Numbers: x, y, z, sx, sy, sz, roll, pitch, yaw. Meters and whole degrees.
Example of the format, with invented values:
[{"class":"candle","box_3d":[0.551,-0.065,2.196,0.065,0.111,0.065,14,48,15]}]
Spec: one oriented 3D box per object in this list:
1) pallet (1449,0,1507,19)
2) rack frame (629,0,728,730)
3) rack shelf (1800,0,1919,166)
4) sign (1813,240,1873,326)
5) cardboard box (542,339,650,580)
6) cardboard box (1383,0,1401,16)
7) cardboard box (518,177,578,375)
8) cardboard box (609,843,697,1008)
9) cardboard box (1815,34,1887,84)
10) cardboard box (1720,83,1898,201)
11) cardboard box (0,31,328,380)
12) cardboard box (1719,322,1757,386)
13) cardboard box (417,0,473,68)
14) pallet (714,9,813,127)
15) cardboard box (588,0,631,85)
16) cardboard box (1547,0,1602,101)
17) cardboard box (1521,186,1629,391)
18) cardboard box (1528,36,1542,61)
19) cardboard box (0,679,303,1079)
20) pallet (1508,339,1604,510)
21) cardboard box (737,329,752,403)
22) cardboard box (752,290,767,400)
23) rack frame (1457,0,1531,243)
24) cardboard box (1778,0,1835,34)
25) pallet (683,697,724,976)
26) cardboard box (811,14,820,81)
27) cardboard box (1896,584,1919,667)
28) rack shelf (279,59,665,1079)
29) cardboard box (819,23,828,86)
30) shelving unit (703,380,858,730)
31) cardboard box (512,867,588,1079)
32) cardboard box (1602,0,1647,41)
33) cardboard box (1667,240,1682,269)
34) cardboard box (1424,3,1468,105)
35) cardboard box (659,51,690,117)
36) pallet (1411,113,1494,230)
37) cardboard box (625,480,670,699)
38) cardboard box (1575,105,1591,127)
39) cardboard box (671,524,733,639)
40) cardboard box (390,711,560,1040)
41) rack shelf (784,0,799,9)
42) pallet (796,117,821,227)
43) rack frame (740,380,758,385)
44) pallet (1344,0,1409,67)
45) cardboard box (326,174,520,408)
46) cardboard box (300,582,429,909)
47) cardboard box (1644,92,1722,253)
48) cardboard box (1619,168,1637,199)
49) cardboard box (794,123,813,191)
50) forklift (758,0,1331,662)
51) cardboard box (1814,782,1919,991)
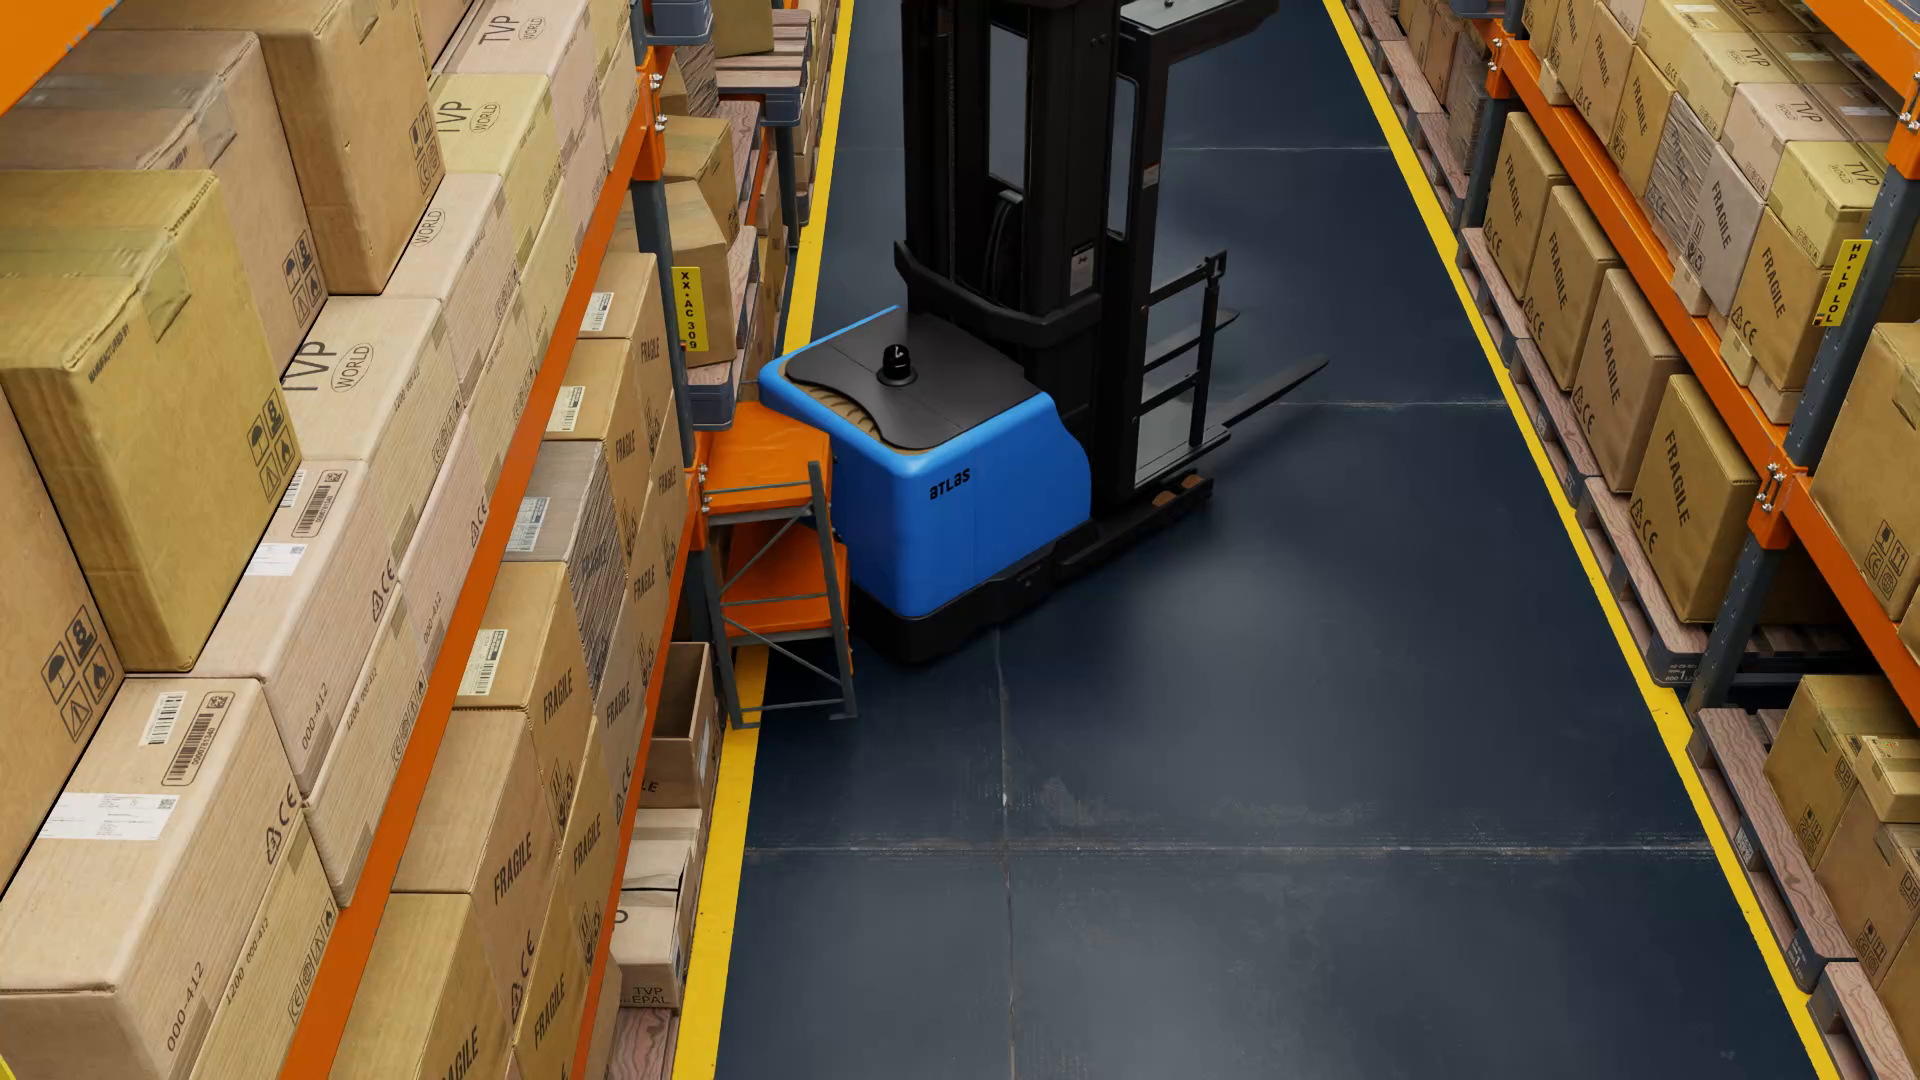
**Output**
[{"class":"pallet","box_3d":[3.382,-3.315,9.641,1.213,0.211,1.003,0,39,0]},{"class":"rack frame","box_3d":[-1.459,-0.436,5.896,1.000,3.000,0.127,0,39,0]},{"class":"rack shelf","box_3d":[3.492,-2.583,6.751,1.077,0.370,4.000,0,39,0]},{"class":"sign","box_3d":[2.952,-0.857,5.558,0.100,0.325,0.005,0,39,0]},{"class":"cardboard box","box_3d":[-1.197,-0.229,4.758,0.500,0.500,0.500,-1,39,-1]},{"class":"cardboard box","box_3d":[3.503,-4.181,12.216,0.700,0.500,0.500,1,39,1]},{"class":"cardboard box","box_3d":[-1.194,-0.619,3.845,0.500,0.250,0.500,0,39,0]},{"class":"cardboard box","box_3d":[-1.174,1.266,5.570,0.500,0.311,0.500,0,39,0]},{"class":"cardboard box","box_3d":[3.741,-1.826,6.697,0.500,0.250,0.500,-1,39,-2]},{"class":"cardboard box","box_3d":[3.247,-1.510,6.302,0.500,0.250,0.500,1,39,1]},{"class":"cardboard box","box_3d":[-1.495,-0.481,2.674,0.700,0.500,0.500,0,39,0]},{"class":"cardboard box","box_3d":[3.187,-0.721,6.436,0.380,0.149,0.250,1,39,1]},{"class":"cardboard box","box_3d":[-1.562,-1.419,3.844,0.700,0.500,0.500,0,39,0]},{"class":"pallet","box_3d":[-1.393,-2.439,8.549,1.213,0.211,1.003,0,39,0]},{"class":"cardboard box","box_3d":[-1.187,-1.440,4.469,0.500,0.250,0.500,0,39,0]},{"class":"cardboard box","box_3d":[3.226,-2.475,8.106,0.500,0.500,0.500,1,39,1]},{"class":"cardboard box","box_3d":[3.354,-1.261,8.308,0.750,0.750,0.750,0,39,0]},{"class":"cardboard box","box_3d":[3.258,-2.648,8.840,0.380,0.149,0.250,-1,39,-1]},{"class":"cardboard box","box_3d":[-1.195,0.436,2.128,0.500,0.250,0.500,0,39,0]},{"class":"pallet","box_3d":[3.414,-0.602,8.332,1.003,0.211,1.213,0,39,0]},{"class":"cardboard box","box_3d":[-1.217,-0.853,7.464,0.500,0.250,0.500,0,39,0]},{"class":"cardboard box","box_3d":[-1.221,-0.898,8.119,0.500,0.500,0.500,-1,39,-2]},{"class":"rack frame","box_3d":[3.490,-2.944,9.025,1.000,3.000,0.127,0,39,0]},{"class":"cardboard box","box_3d":[3.745,-2.153,7.104,0.500,0.250,0.500,-1,39,-1]},{"class":"pallet","box_3d":[-1.460,1.081,6.232,1.003,0.211,1.213,0,39,0]},{"class":"cardboard box","box_3d":[-1.178,-3.223,10.787,0.500,0.311,0.500,-1,39,-1]},{"class":"cardboard box","box_3d":[3.474,0.236,4.817,0.980,0.700,0.700,-1,39,-1]},{"class":"rack shelf","box_3d":[-1.457,-0.076,3.622,1.077,0.370,4.000,0,39,0]},{"class":"cardboard box","box_3d":[-1.179,-3.317,11.353,0.500,0.250,0.500,1,39,1]},{"class":"shelving unit","box_3d":[-0.730,-0.010,6.802,0.538,1.125,1.048,-6,28,1]},{"class":"cardboard box","box_3d":[-1.195,1.112,3.884,0.500,0.500,0.500,0,39,0]},{"class":"cardboard box","box_3d":[3.238,-2.466,7.496,0.500,0.250,0.500,0,39,0]},{"class":"cardboard box","box_3d":[3.239,-1.201,7.035,0.380,0.149,0.250,0,39,0]},{"class":"cardboard box","box_3d":[3.523,-3.223,11.020,0.700,0.500,0.500,0,39,0]},{"class":"cardboard box","box_3d":[-1.523,-1.744,7.112,0.700,0.500,0.500,-9,40,-11]},{"class":"pallet","box_3d":[3.490,-2.344,10.507,1.003,0.211,1.213,0,39,0]},{"class":"cardboard box","box_3d":[-1.200,0.159,5.073,0.500,0.500,0.500,1,39,1]},{"class":"cardboard box","box_3d":[3.289,-2.167,8.240,0.380,0.149,0.250,0,39,0]},{"class":"cardboard box","box_3d":[-1.216,0.065,6.918,0.500,0.500,0.500,-2,39,-2]},{"class":"cardboard box","box_3d":[-1.195,0.718,3.576,0.500,0.500,0.500,0,39,1]},{"class":"rack shelf","box_3d":[-1.466,-3.908,10.803,1.077,0.370,4.000,0,39,0]},{"class":"pallet","box_3d":[-1.426,-2.365,10.532,1.003,0.211,1.213,0,39,0]},{"class":"rack frame","box_3d":[-0.751,-0.251,7.249,0.500,1.125,0.032,-6,28,1]},{"class":"pallet","box_3d":[3.487,-3.870,12.411,1.003,0.211,1.213,0,39,0]},{"class":"cardboard box","box_3d":[-1.192,-0.502,3.299,0.500,0.250,0.500,0,39,0]},{"class":"cardboard box","box_3d":[-1.189,0.319,2.675,0.500,0.250,0.500,0,39,0]},{"class":"cardboard box","box_3d":[3.239,-1.527,6.923,0.500,0.500,0.500,0,39,0]},{"class":"cardboard box","box_3d":[3.271,-1.688,7.643,0.380,0.149,0.250,0,39,0]},{"class":"cardboard box","box_3d":[-1.171,-2.357,10.155,0.500,0.250,0.500,0,39,0]},{"class":"forklift","box_3d":[0.567,-1.425,7.184,3.031,2.935,1.130,-30,47,-32]},{"class":"cardboard box","box_3d":[3.390,1.151,5.578,0.700,0.500,0.500,0,39,-1]}]
